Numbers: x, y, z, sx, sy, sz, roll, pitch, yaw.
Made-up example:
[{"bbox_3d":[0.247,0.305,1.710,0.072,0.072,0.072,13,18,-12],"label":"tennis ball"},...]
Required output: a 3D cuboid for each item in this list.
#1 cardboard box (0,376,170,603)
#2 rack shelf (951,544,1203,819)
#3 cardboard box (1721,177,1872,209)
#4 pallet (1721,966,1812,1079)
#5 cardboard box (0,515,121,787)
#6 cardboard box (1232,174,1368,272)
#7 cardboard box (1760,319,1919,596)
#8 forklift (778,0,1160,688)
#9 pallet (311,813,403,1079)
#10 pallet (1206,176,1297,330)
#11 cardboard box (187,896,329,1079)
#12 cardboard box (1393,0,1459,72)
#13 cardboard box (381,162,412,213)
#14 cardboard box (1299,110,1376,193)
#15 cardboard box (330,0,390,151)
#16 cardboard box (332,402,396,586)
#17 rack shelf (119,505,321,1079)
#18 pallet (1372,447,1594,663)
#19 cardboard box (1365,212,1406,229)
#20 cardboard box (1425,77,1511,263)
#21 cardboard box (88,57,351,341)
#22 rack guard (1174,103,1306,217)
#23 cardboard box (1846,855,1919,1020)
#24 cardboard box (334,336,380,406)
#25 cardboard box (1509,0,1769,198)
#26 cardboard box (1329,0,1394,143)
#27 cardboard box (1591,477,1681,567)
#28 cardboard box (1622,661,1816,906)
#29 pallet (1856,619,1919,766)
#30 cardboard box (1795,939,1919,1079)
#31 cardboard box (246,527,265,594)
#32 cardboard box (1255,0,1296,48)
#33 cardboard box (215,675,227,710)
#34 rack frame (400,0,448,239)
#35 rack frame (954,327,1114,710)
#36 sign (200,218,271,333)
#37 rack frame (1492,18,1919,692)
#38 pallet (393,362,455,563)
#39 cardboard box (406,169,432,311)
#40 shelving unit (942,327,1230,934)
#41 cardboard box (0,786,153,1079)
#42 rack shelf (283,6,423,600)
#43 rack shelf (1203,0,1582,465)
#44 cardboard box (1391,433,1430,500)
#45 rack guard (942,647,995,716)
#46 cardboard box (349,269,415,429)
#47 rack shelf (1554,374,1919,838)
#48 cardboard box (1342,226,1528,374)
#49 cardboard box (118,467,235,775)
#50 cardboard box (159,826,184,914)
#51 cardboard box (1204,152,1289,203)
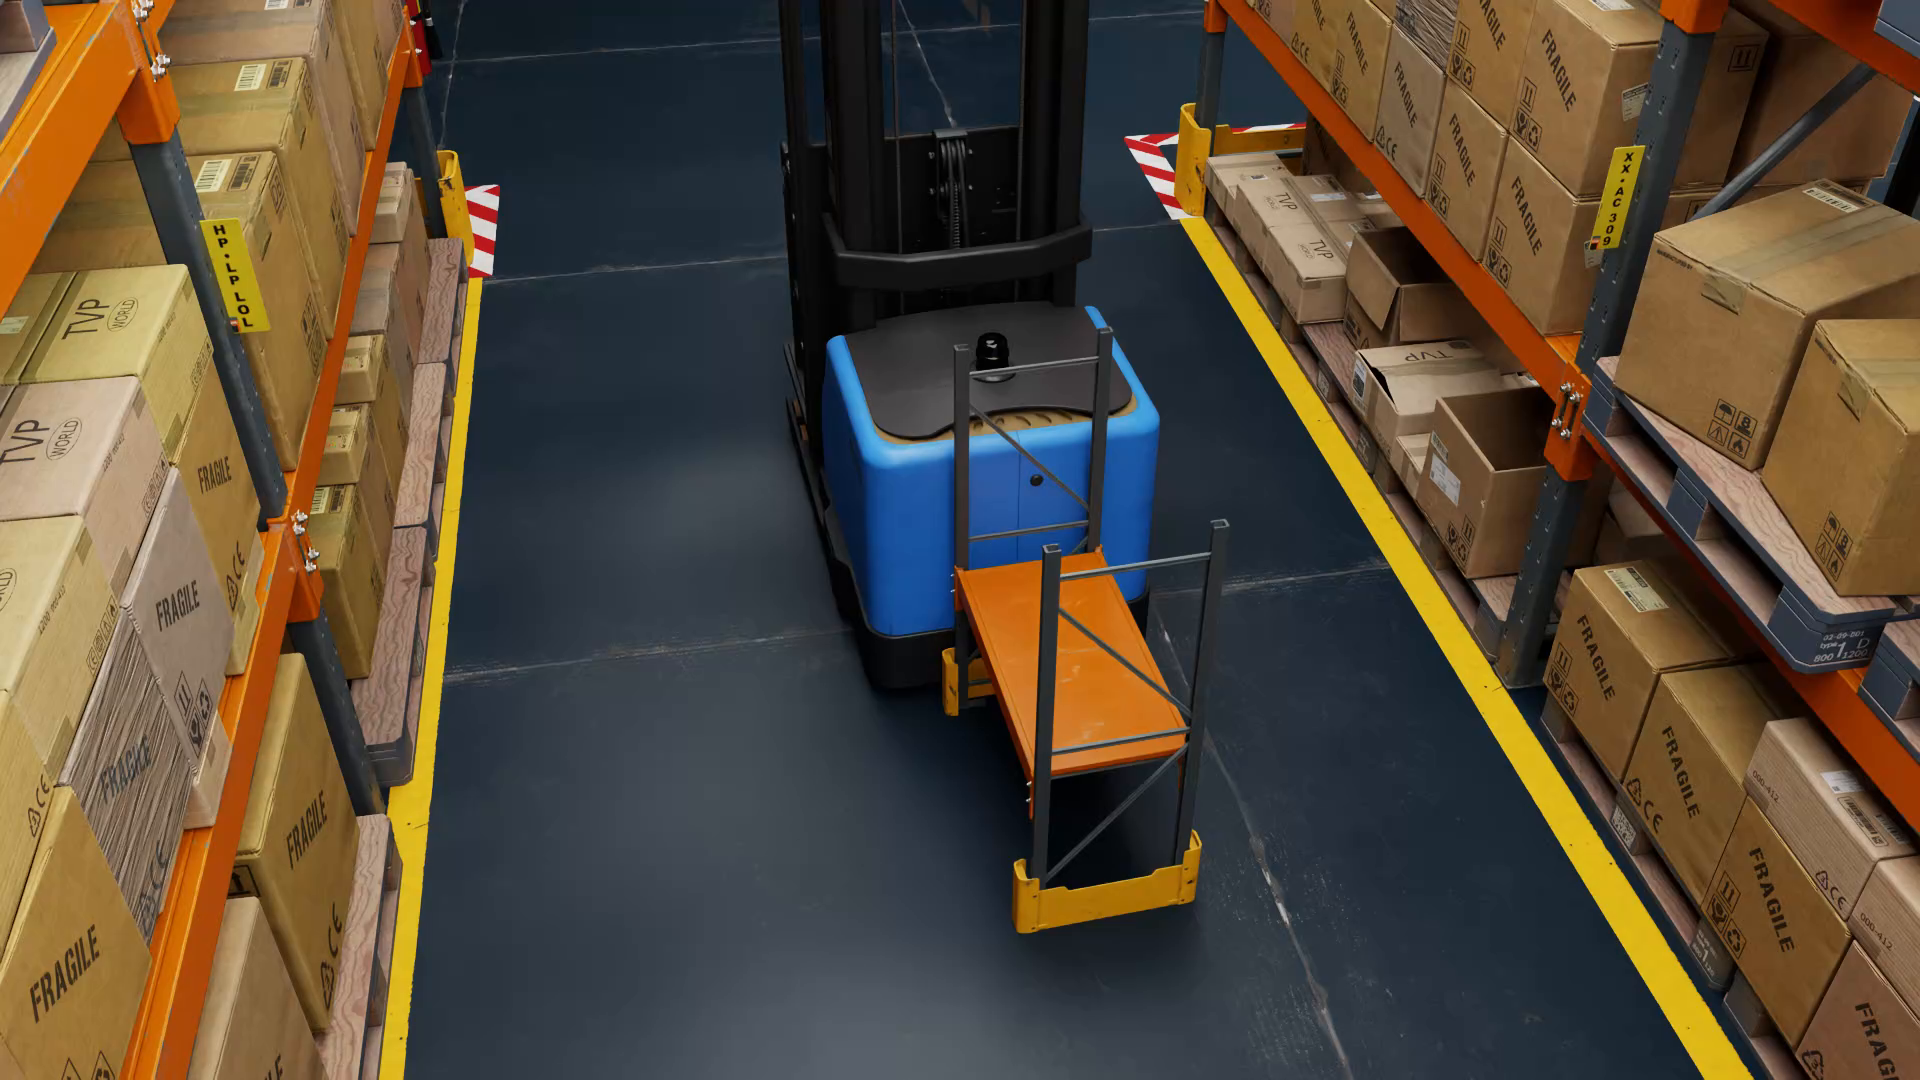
[{"bbox_3d":[-1.995,-0.087,3.465,0.500,0.250,0.500,-5,38,-7],"label":"cardboard box"},{"bbox_3d":[0.344,0.420,5.281,0.538,0.185,1.000,-8,39,-10],"label":"rack shelf"},{"bbox_3d":[2.646,-1.102,5.642,0.500,0.500,0.500,-5,38,-7],"label":"cardboard box"},{"bbox_3d":[2.864,1.602,4.516,1.003,0.211,1.213,-6,38,-8],"label":"pallet"},{"bbox_3d":[-1.906,0.221,3.068,0.500,0.250,0.500,-6,38,-7],"label":"cardboard box"},{"bbox_3d":[1.670,-1.568,8.206,0.500,0.250,0.500,-6,38,-8],"label":"cardboard box"},{"bbox_3d":[2.513,-0.212,4.154,0.700,0.500,0.500,-1,38,-1],"label":"cardboard box"},{"bbox_3d":[-0.142,-1.533,6.335,1.130,2.935,3.031,-8,39,-10],"label":"forklift"},{"bbox_3d":[-2.199,1.369,4.816,1.003,0.211,1.213,-6,38,-8],"label":"pallet"},{"bbox_3d":[1.920,-1.513,8.525,1.003,0.211,1.213,-6,38,-8],"label":"pallet"},{"bbox_3d":[-2.008,1.408,3.902,0.750,0.750,0.750,-5,38,-7],"label":"cardboard box"},{"bbox_3d":[1.943,-2.051,6.048,0.500,0.500,0.500,-6,38,-8],"label":"cardboard box"},{"bbox_3d":[-2.687,-1.571,7.494,0.380,0.149,0.250,-7,38,-8],"label":"cardboard box"},{"bbox_3d":[2.104,-2.026,8.592,0.500,0.500,0.500,-6,38,-8],"label":"cardboard box"},{"bbox_3d":[-2.872,-1.979,6.608,0.980,0.700,0.700,-7,38,-8],"label":"cardboard box"},{"bbox_3d":[-2.524,-0.135,6.174,0.700,0.500,0.500,-7,38,-8],"label":"cardboard box"},{"bbox_3d":[-2.058,1.302,3.216,1.077,0.370,4.000,-6,38,-8],"label":"rack shelf"},{"bbox_3d":[2.348,-0.039,6.628,1.003,0.211,1.213,-6,38,-8],"label":"pallet"},{"bbox_3d":[2.241,-1.350,7.926,0.500,0.250,0.500,-6,38,-8],"label":"cardboard box"},{"bbox_3d":[2.035,-1.350,5.962,0.500,0.500,0.500,-5,38,-7],"label":"cardboard box"},{"bbox_3d":[-2.611,-1.079,5.450,0.980,0.700,0.700,-7,38,-9],"label":"cardboard box"},{"bbox_3d":[1.779,-2.108,9.056,1.175,0.500,0.348,-6,38,-8],"label":"rack guard"},{"bbox_3d":[2.576,1.017,4.063,0.500,0.250,0.500,-7,38,-9],"label":"cardboard box"},{"bbox_3d":[-2.411,-0.629,6.282,0.380,0.149,0.250,-7,38,-9],"label":"cardboard box"},{"bbox_3d":[2.124,-1.437,5.258,0.500,0.500,0.500,-6,38,-8],"label":"cardboard box"},{"bbox_3d":[1.851,-1.968,6.756,0.500,0.500,0.500,-6,38,-7],"label":"cardboard box"},{"bbox_3d":[2.607,-0.114,6.285,0.500,0.311,0.500,-6,38,-8],"label":"cardboard box"},{"bbox_3d":[2.417,0.728,5.047,0.500,0.500,0.500,-6,38,-7],"label":"cardboard box"},{"bbox_3d":[2.823,0.592,3.699,1.003,0.211,1.213,-6,38,-8],"label":"pallet"},{"bbox_3d":[2.585,1.336,4.265,0.500,0.500,0.500,-8,38,-10],"label":"cardboard box"},{"bbox_3d":[-2.071,0.075,4.397,0.380,0.149,0.250,-6,38,-8],"label":"cardboard box"},{"bbox_3d":[1.680,-2.573,7.536,0.500,0.500,0.500,-7,38,-8],"label":"cardboard box"},{"bbox_3d":[-2.002,0.386,3.997,0.380,0.149,0.250,-5,38,-7],"label":"cardboard box"},{"bbox_3d":[-3.110,-2.606,7.660,1.000,3.000,0.127,-6,38,-8],"label":"rack frame"},{"bbox_3d":[0.228,-0.026,5.561,0.500,1.500,0.032,-8,39,-10],"label":"rack frame"},{"bbox_3d":[-1.876,-0.680,4.302,0.100,0.325,0.005,-6,38,-8],"label":"sign"},{"bbox_3d":[2.467,-0.725,5.238,1.000,3.000,0.127,-6,38,-8],"label":"rack frame"},{"bbox_3d":[-2.682,-0.295,6.958,1.003,0.211,1.213,-6,38,-8],"label":"pallet"},{"bbox_3d":[-2.889,-1.373,7.767,0.700,0.500,0.500,-6,38,-8],"label":"cardboard box"},{"bbox_3d":[0.342,0.272,5.177,0.587,1.500,1.083,-8,39,-10],"label":"shelving unit"},{"bbox_3d":[-1.808,0.809,2.923,0.500,0.500,0.500,-5,38,-7],"label":"cardboard box"},{"bbox_3d":[-2.760,-1.114,6.325,1.077,0.370,4.000,-6,38,-8],"label":"rack shelf"},{"bbox_3d":[2.117,-1.649,7.014,1.077,0.370,4.000,-6,38,-8],"label":"rack shelf"},{"bbox_3d":[1.963,-0.307,6.665,0.380,0.149,0.250,-6,38,-8],"label":"cardboard box"},{"bbox_3d":[0.228,0.468,5.944,0.587,0.250,0.087,-8,39,-10],"label":"rack guard"},{"bbox_3d":[-2.712,-0.767,6.987,0.700,0.500,0.500,-7,38,-9],"label":"cardboard box"},{"bbox_3d":[2.818,0.767,3.904,1.077,0.370,4.000,-6,38,-8],"label":"rack shelf"},{"bbox_3d":[2.133,-1.047,7.329,0.797,0.503,0.637,-6,38,-8],"label":"cardboard box"},{"bbox_3d":[-1.981,0.204,3.702,0.500,0.500,0.500,-6,38,-8],"label":"cardboard box"},{"bbox_3d":[-1.921,0.694,3.600,0.380,0.149,0.250,-6,38,-8],"label":"cardboard box"},{"bbox_3d":[1.501,-1.899,8.715,0.380,0.149,0.250,-6,38,-8],"label":"cardboard box"}]
